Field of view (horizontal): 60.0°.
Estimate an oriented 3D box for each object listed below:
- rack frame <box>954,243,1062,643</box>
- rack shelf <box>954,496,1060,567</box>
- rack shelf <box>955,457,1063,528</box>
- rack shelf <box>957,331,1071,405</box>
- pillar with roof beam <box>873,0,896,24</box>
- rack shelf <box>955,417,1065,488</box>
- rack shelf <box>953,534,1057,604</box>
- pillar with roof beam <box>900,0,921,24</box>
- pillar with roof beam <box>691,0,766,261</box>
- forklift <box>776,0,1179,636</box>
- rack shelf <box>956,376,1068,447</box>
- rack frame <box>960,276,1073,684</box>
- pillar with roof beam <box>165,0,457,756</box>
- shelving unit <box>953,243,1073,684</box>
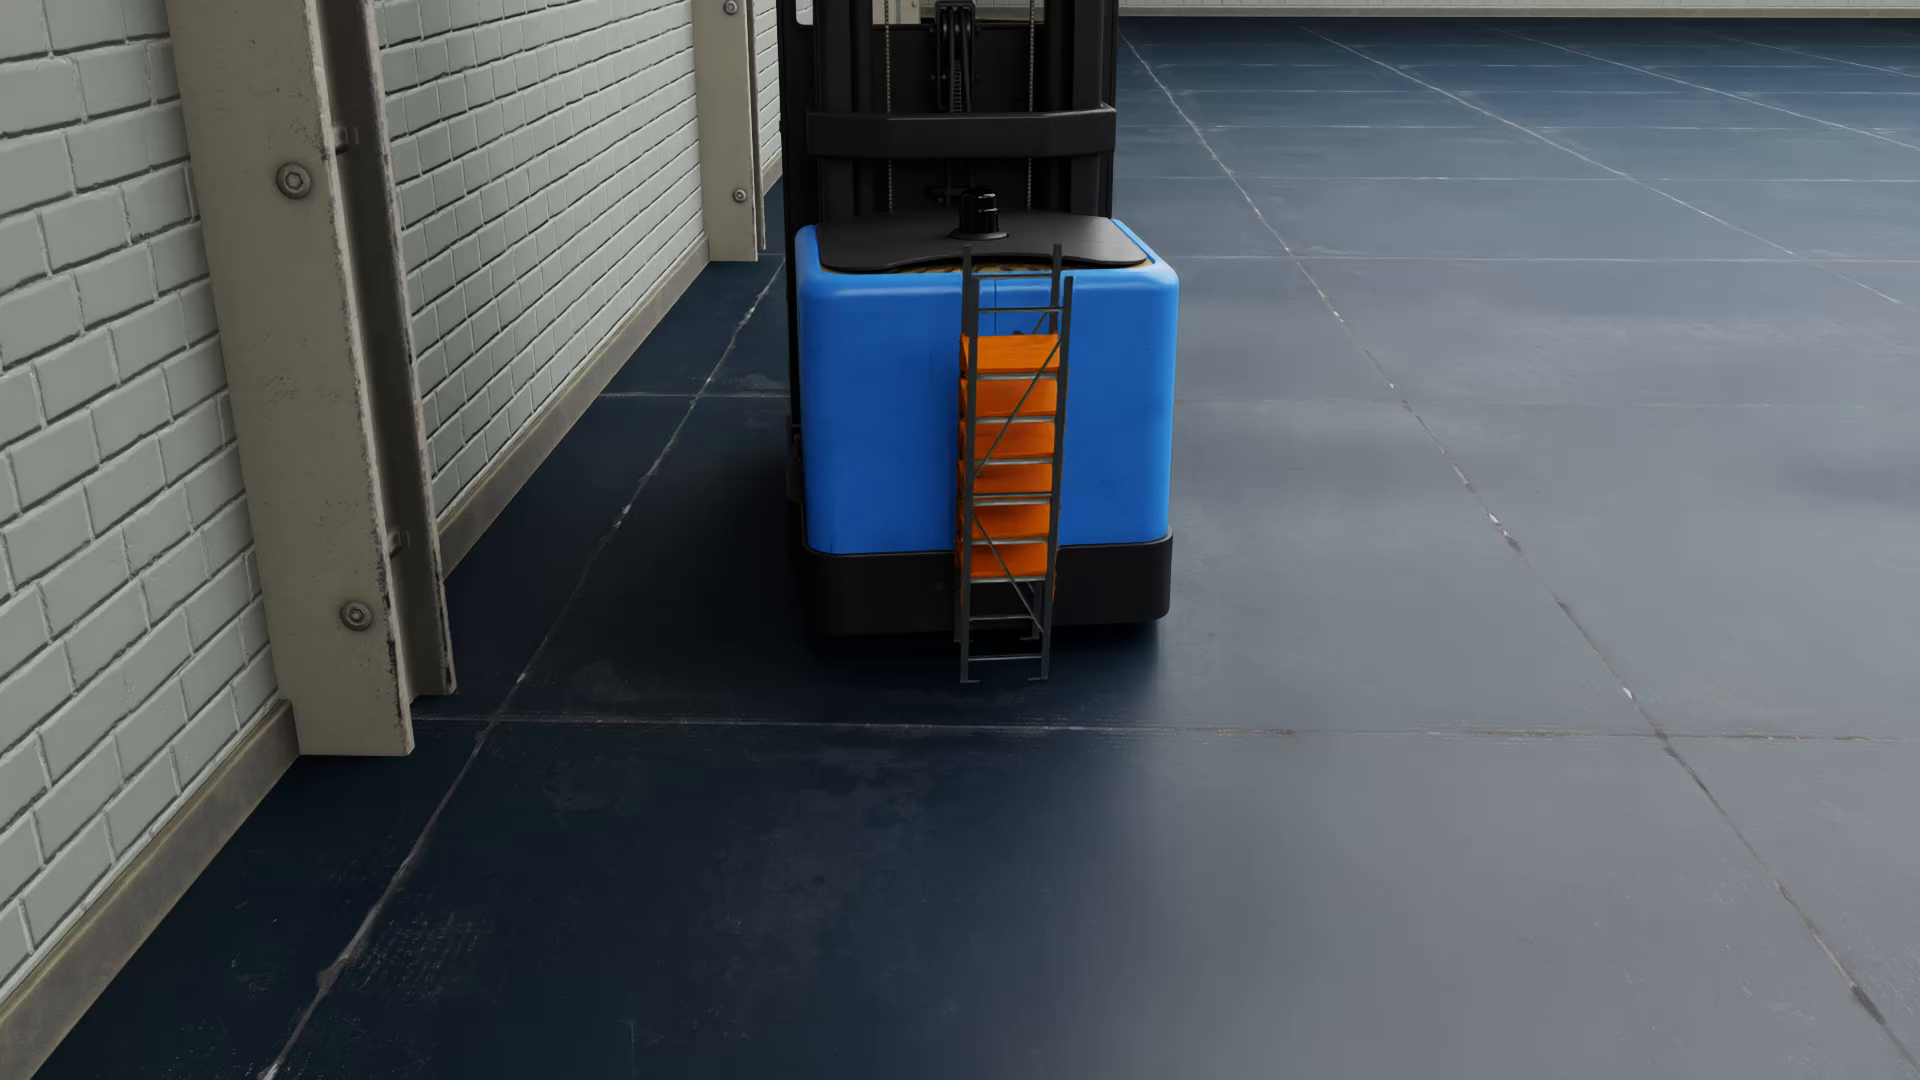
[{"bbox_3d":[0.115,-0.214,4.348,0.240,1.200,0.006,-2,34,-5],"label":"rack frame"},{"bbox_3d":[0.120,-0.027,4.364,0.258,0.103,0.180,-2,34,-5],"label":"rack shelf"},{"bbox_3d":[0.123,-0.127,4.297,0.258,0.103,0.180,-2,34,-5],"label":"rack shelf"},{"bbox_3d":[0.130,-0.425,4.096,0.258,0.103,0.180,-2,34,-5],"label":"rack shelf"},{"bbox_3d":[3.327,-10.192,19.356,9.100,9.000,0.400,1,21,2],"label":"pillar with roof beam"},{"bbox_3d":[0.125,-0.226,4.230,0.258,0.103,0.180,-2,34,-5],"label":"rack shelf"},{"bbox_3d":[0.118,0.072,4.431,0.258,0.103,0.180,-2,34,-5],"label":"rack shelf"},{"bbox_3d":[3.509,-12.361,24.947,9.100,9.000,0.400,1,21,2],"label":"pillar with roof beam"},{"bbox_3d":[2.962,-5.853,8.173,9.100,9.000,0.400,1,21,2],"label":"pillar with roof beam"},{"bbox_3d":[-0.067,-1.593,5.582,1.130,2.935,3.031,-2,21,-6],"label":"forklift"},{"bbox_3d":[0.128,-0.326,4.163,0.258,0.103,0.180,-2,34,-5],"label":"rack shelf"},{"bbox_3d":[0.132,-0.112,4.197,0.240,1.200,0.006,-2,34,-5],"label":"rack frame"},{"bbox_3d":[2.779,-3.684,2.582,9.100,9.000,0.400,1,21,2],"label":"pillar with roof beam"},{"bbox_3d":[0.124,-0.163,4.272,0.258,1.200,0.189,-2,34,-5],"label":"shelving unit"}]
